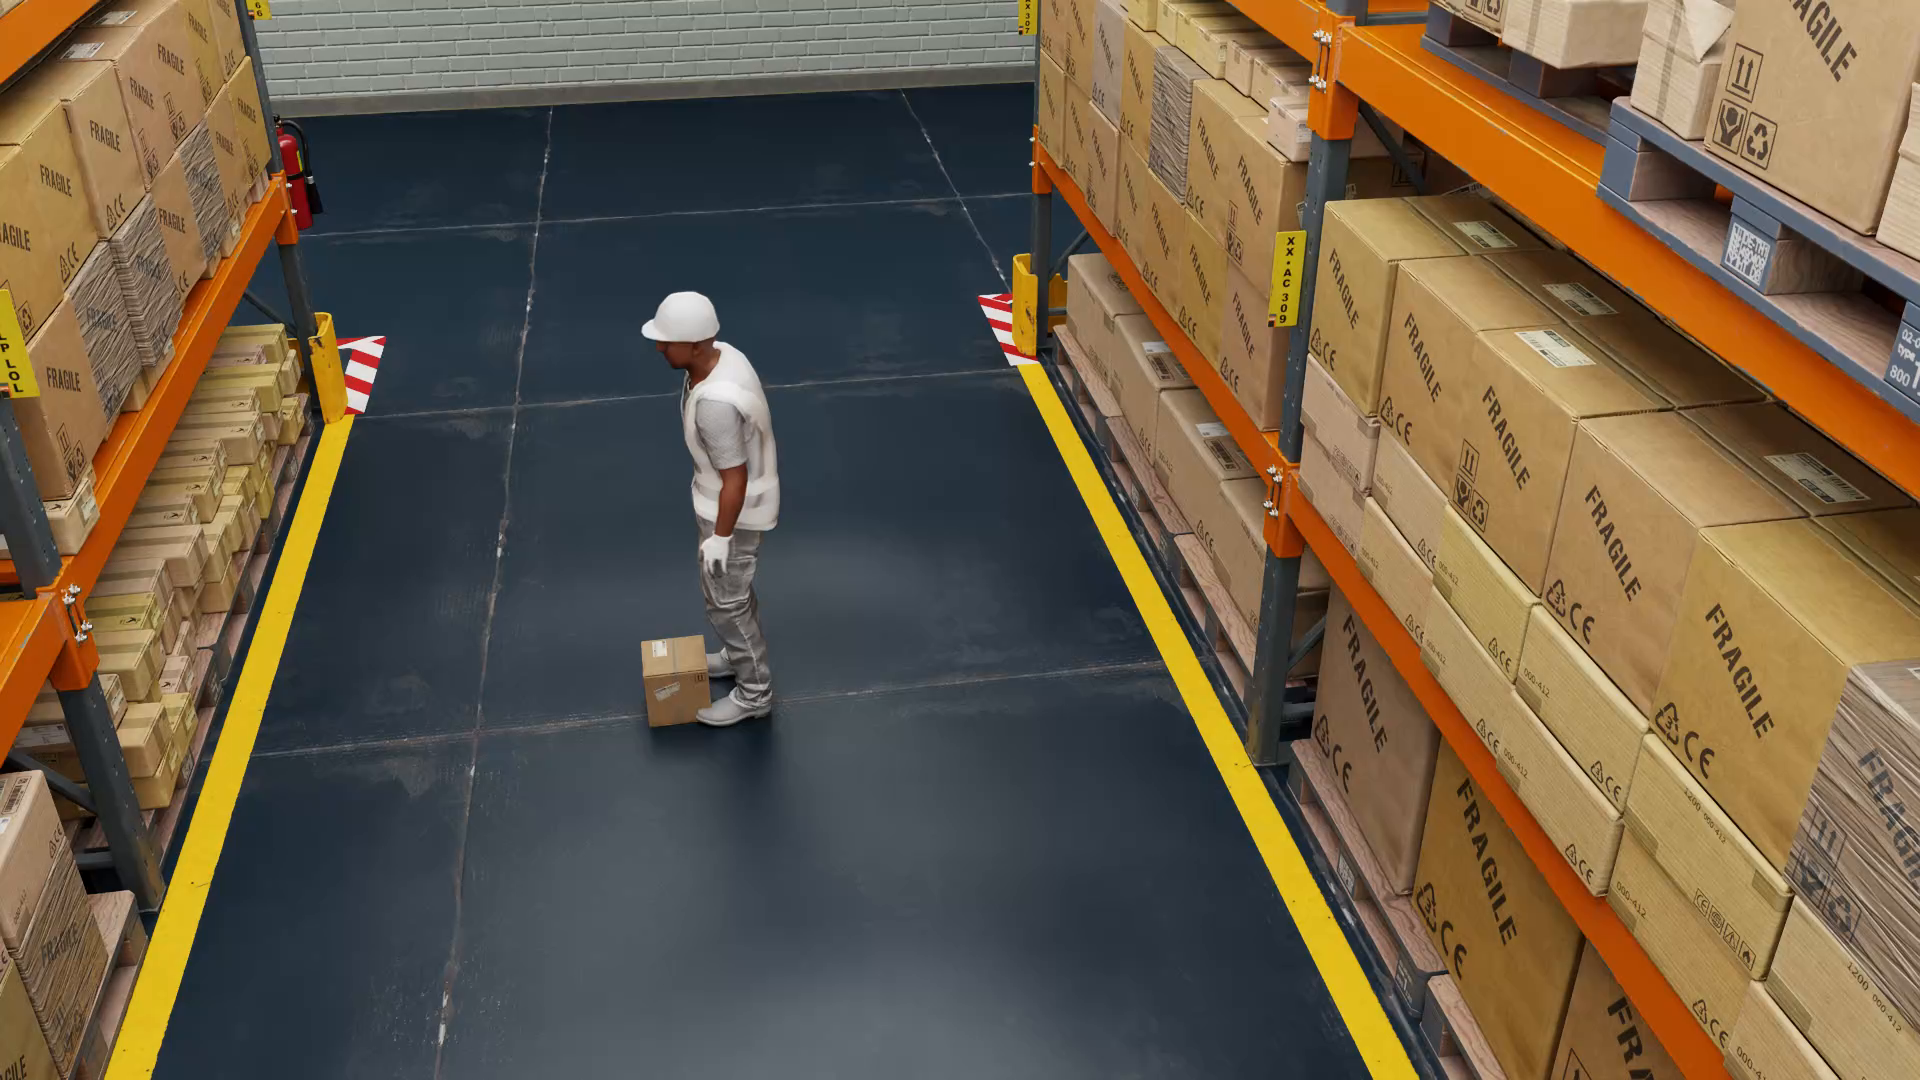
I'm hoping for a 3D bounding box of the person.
[{"bbox_3d":[-0.911,-0.122,6.327,0.448,1.775,0.616,-5,31,-9],"label":"person"}]
